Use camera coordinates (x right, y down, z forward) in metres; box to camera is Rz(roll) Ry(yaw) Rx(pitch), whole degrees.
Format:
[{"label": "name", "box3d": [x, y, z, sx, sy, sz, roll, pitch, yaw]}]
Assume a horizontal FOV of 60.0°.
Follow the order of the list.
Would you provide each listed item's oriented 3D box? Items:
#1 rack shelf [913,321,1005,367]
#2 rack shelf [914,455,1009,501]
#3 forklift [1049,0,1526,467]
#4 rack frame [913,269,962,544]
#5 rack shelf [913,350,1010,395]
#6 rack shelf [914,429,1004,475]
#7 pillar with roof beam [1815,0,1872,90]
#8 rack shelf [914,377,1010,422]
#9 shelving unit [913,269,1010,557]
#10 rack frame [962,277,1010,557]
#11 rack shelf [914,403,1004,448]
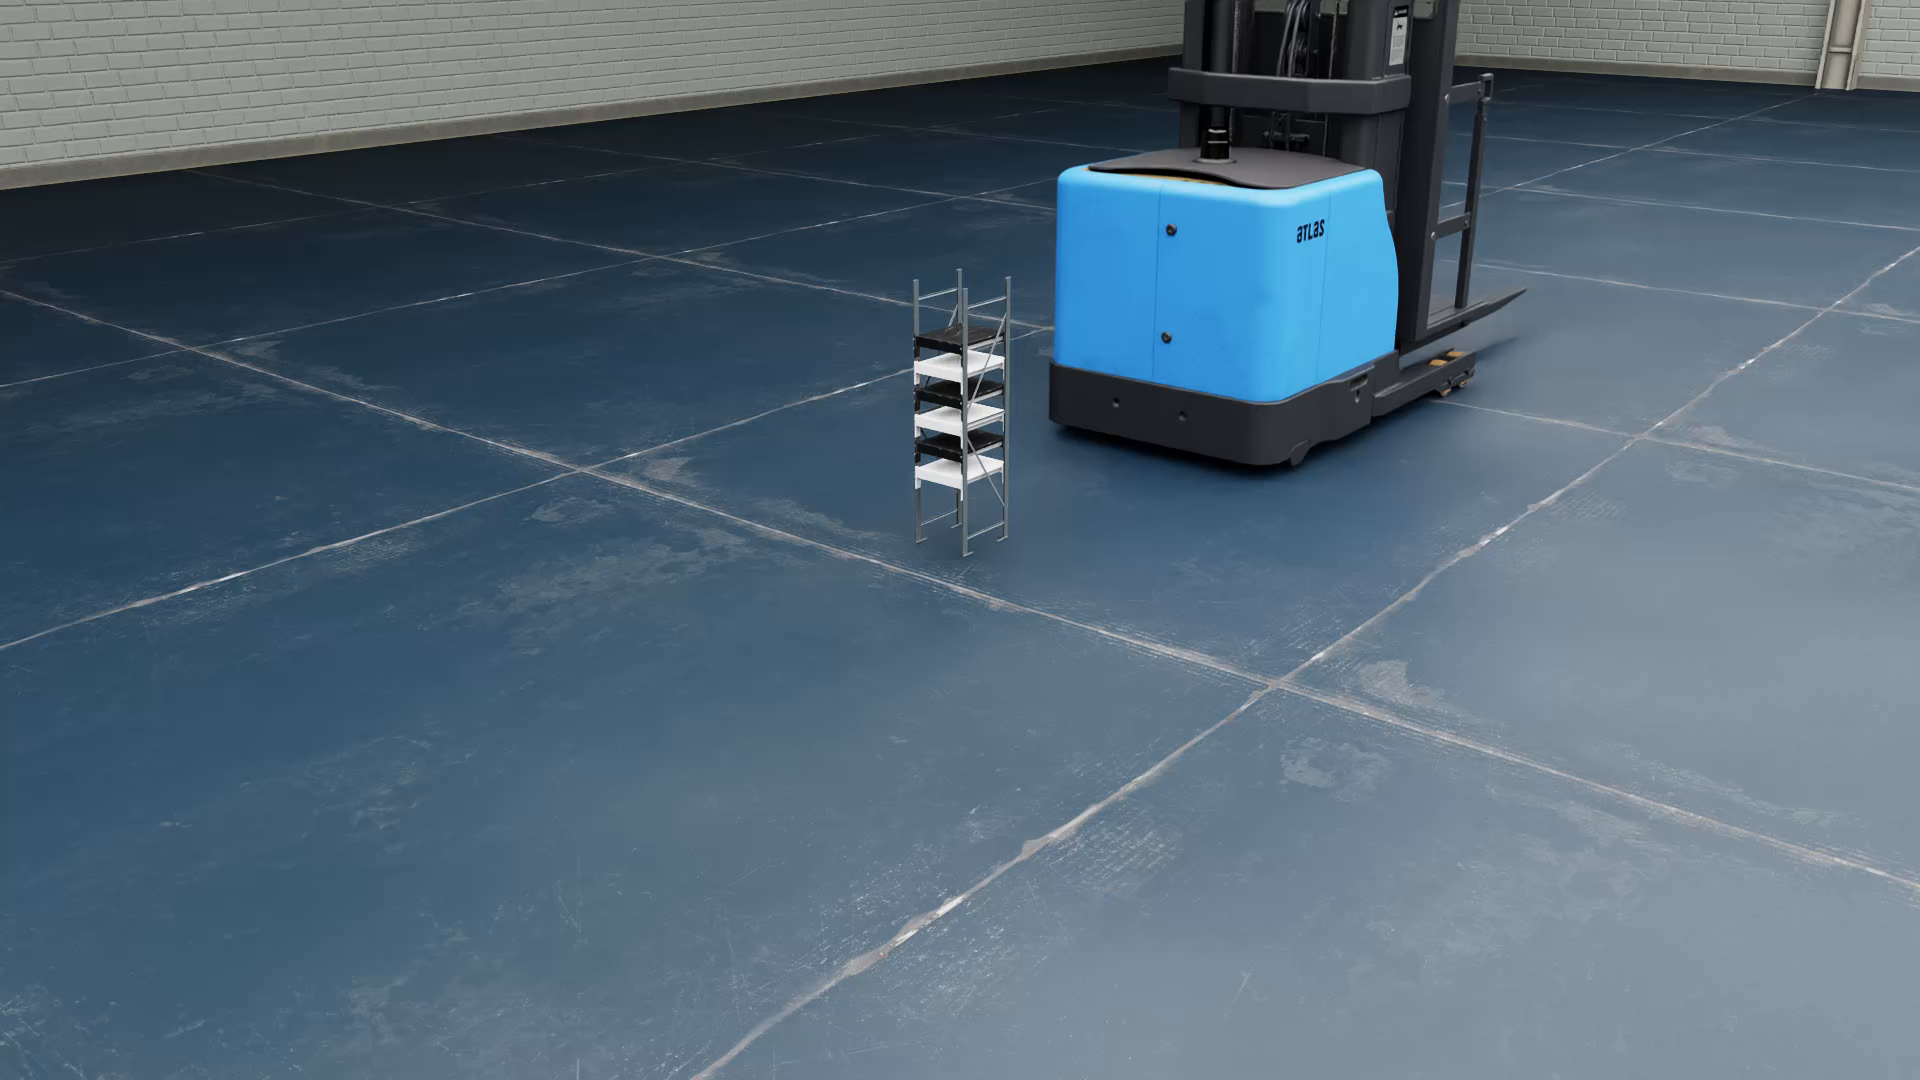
[{"label": "rack shelf", "box3d": [0.006, -0.641, 5.421, 0.200, 0.077, 0.258, 16, 26, 36]}, {"label": "rack shelf", "box3d": [0.006, -0.220, 5.580, 0.200, 0.077, 0.258, 16, 26, 36]}, {"label": "forklift", "box3d": [1.671, -2.100, 7.082, 1.130, 2.935, 3.031, 16, 26, 36]}, {"label": "rack frame", "box3d": [-0.072, -0.442, 5.565, 0.006, 0.900, 0.240, 16, 26, 36]}, {"label": "rack shelf", "box3d": [0.006, -0.556, 5.453, 0.200, 0.077, 0.258, 16, 26, 36]}, {"label": "rack shelf", "box3d": [0.006, -0.304, 5.548, 0.200, 0.077, 0.258, 16, 26, 36]}, {"label": "pillar with roof beam", "box3d": [7.956, -8.545, 15.574, 0.400, 9.000, 9.100, 16, 26, 36]}, {"label": "rack shelf", "box3d": [0.006, -0.472, 5.485, 0.200, 0.077, 0.258, 16, 26, 36]}, {"label": "shelving unit", "box3d": [0.006, -0.419, 5.505, 0.210, 0.900, 0.258, 16, 26, 36]}, {"label": "rack frame", "box3d": [0.085, -0.397, 5.444, 0.006, 0.900, 0.240, 16, 26, 36]}, {"label": "rack shelf", "box3d": [0.006, -0.388, 5.516, 0.200, 0.077, 0.258, 16, 26, 36]}]
